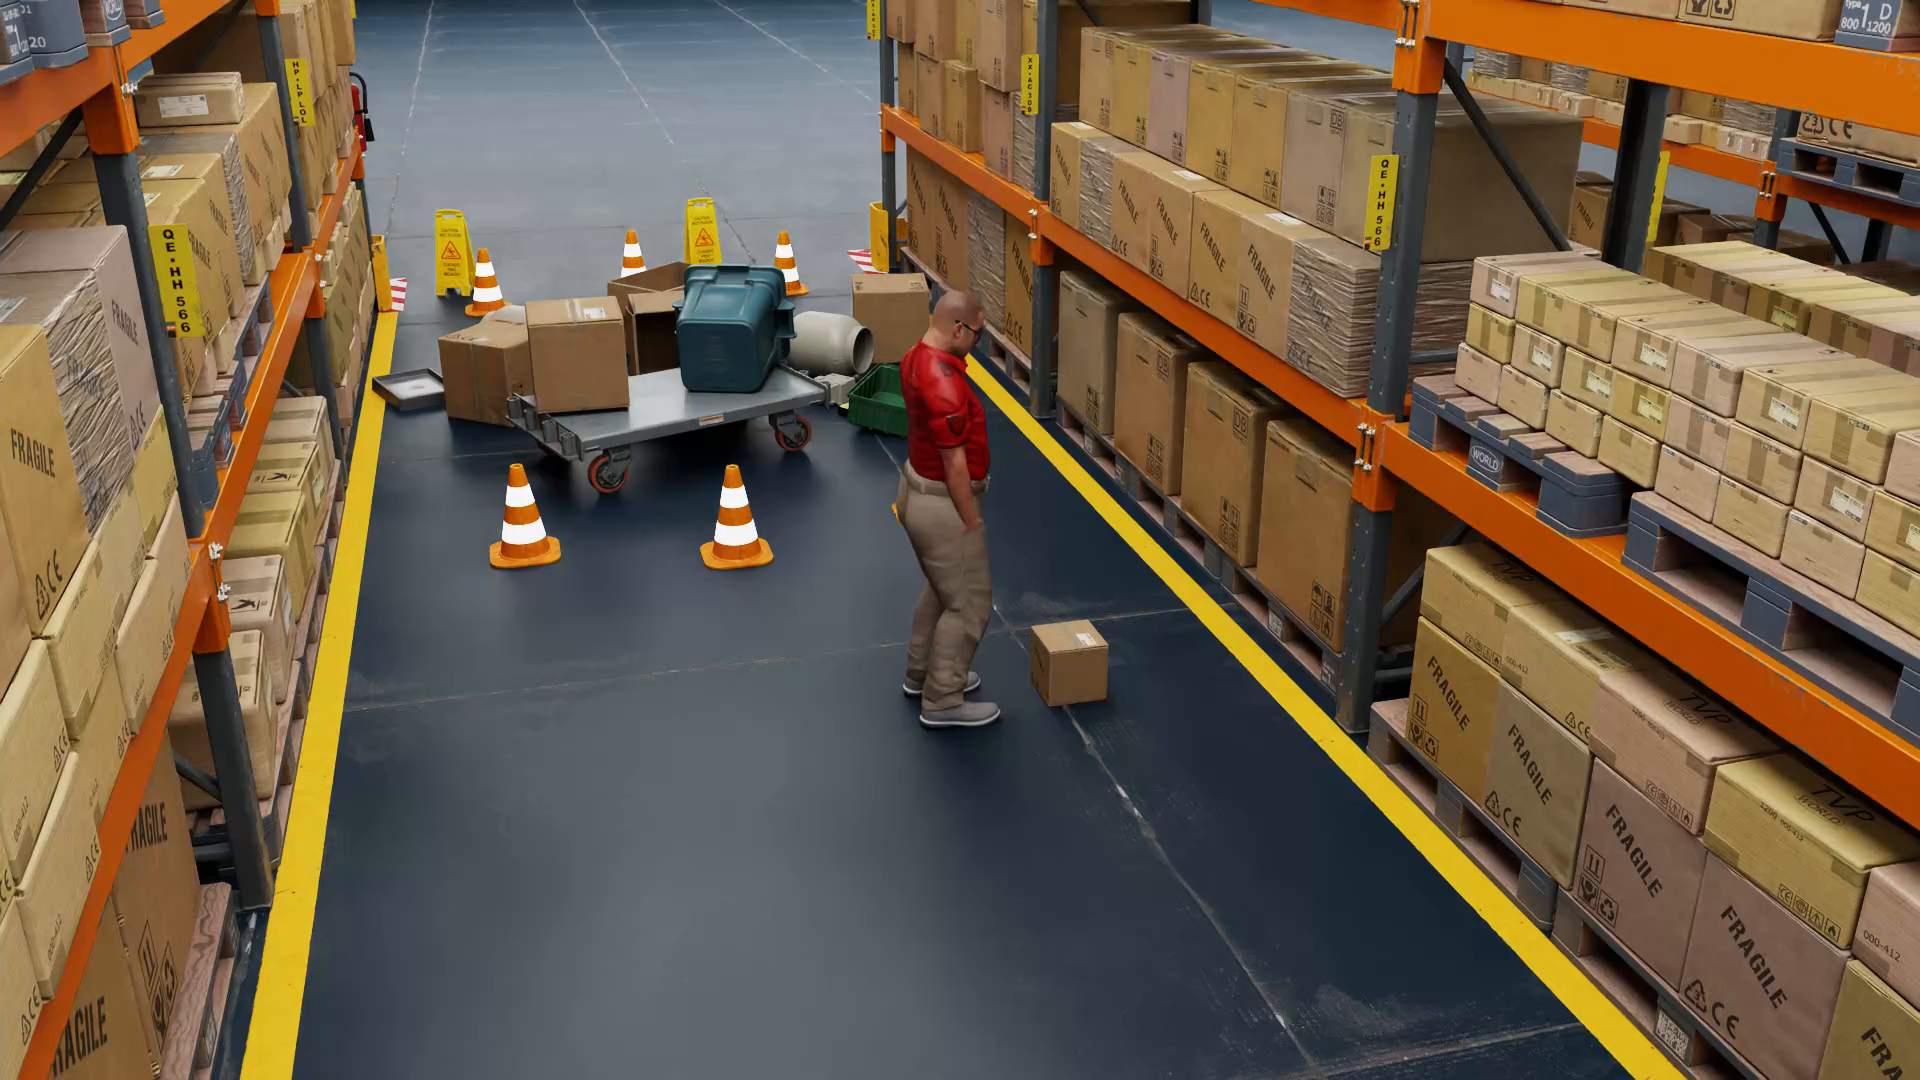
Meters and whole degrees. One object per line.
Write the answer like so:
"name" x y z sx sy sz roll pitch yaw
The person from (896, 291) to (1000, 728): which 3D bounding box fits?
"person" -0.059 -0.123 6.447 0.366 1.709 0.540 -6 23 -13
